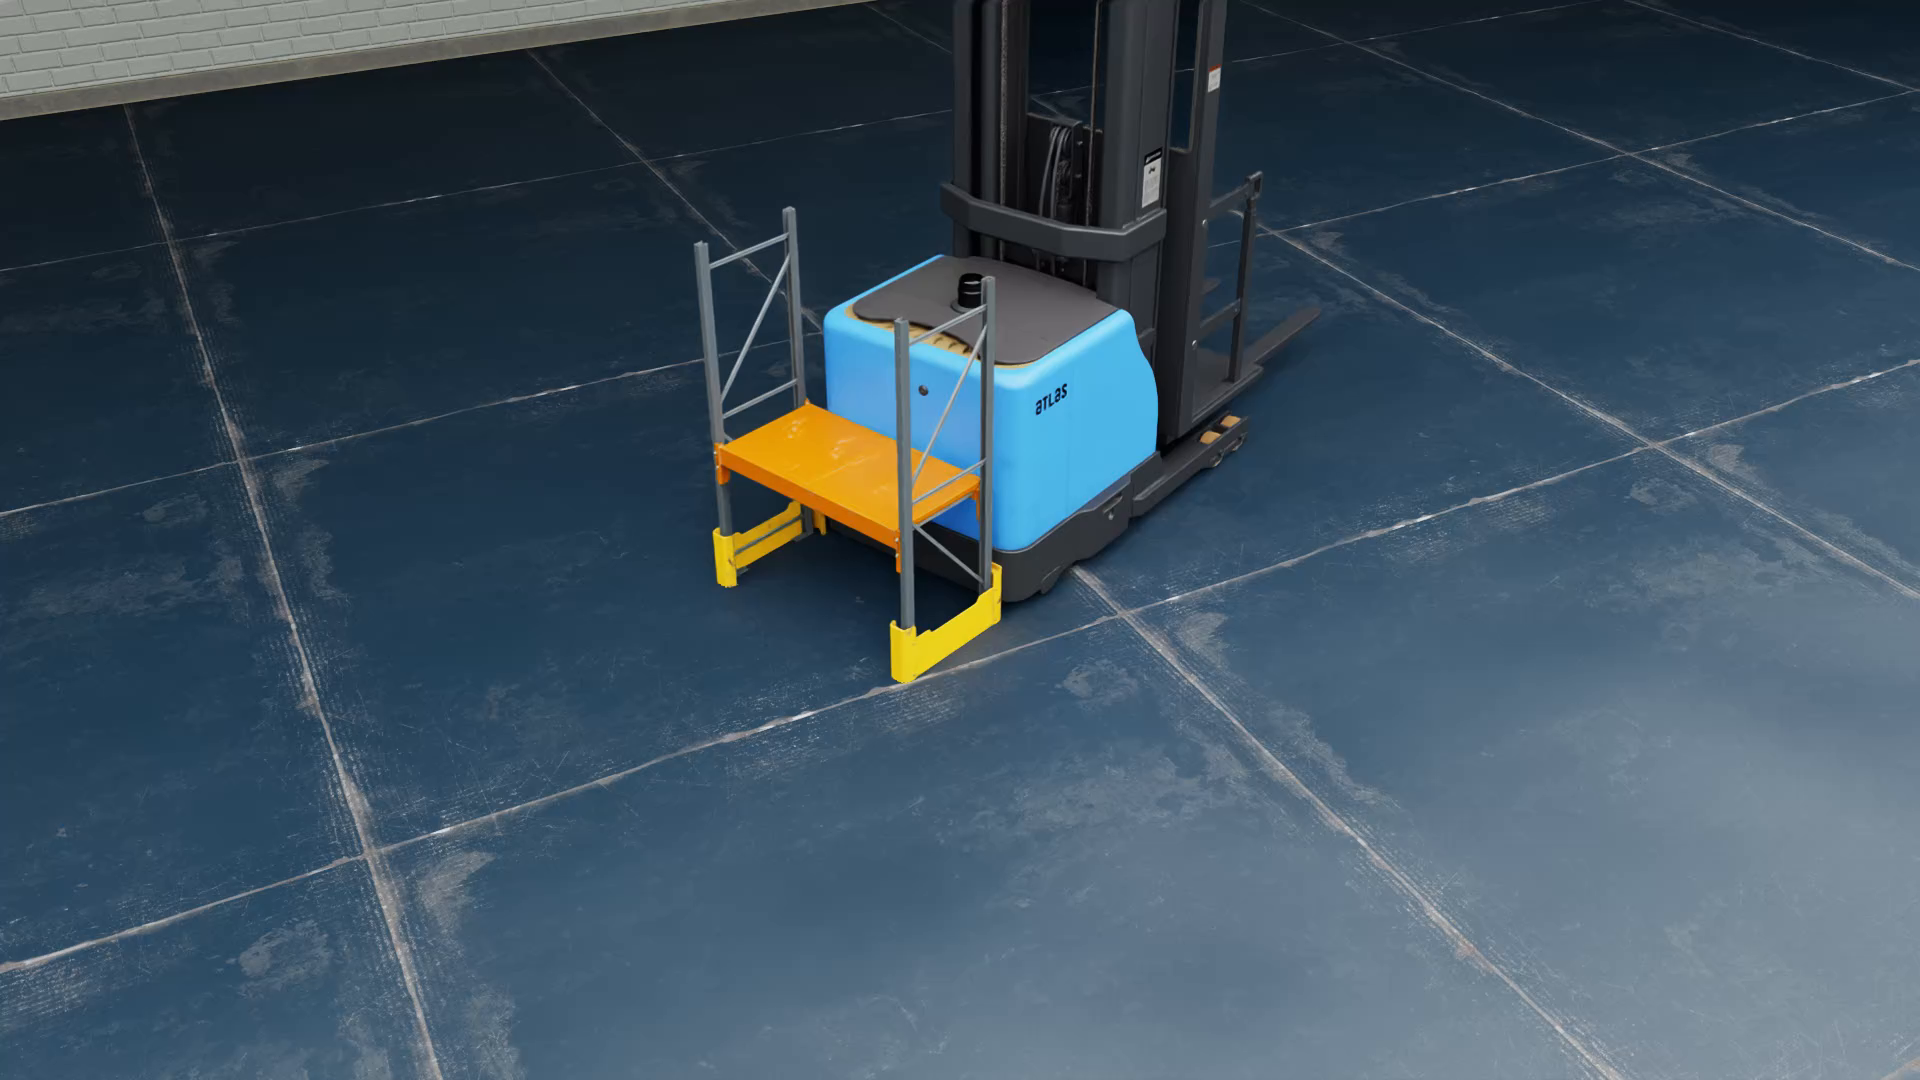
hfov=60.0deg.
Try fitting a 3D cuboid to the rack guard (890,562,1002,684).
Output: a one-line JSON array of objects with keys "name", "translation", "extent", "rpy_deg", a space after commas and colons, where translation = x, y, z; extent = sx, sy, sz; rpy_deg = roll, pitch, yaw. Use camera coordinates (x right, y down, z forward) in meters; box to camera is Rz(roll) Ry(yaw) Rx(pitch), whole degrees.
[{"name": "rack guard", "translation": [-0.050, 0.319, 6.521], "extent": [0.087, 0.250, 0.587], "rpy_deg": [25, 40, 33]}]

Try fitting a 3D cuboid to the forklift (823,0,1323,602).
[{"name": "forklift", "translation": [0.723, -1.721, 7.219], "extent": [1.130, 2.935, 3.031], "rpy_deg": [22, 39, 31]}]

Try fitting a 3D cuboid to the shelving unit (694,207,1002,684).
[{"name": "shelving unit", "translation": [-0.426, -0.384, 6.458], "extent": [1.083, 1.500, 0.587], "rpy_deg": [25, 40, 33]}]

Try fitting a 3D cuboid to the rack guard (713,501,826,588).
[{"name": "rack guard", "translation": [-0.802, -0.033, 7.070], "extent": [0.087, 0.250, 0.587], "rpy_deg": [25, 40, 33]}]

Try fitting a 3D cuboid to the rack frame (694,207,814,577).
[{"name": "rack frame", "translation": [-0.817, -0.566, 6.744], "extent": [0.032, 1.500, 0.500], "rpy_deg": [25, 40, 33]}]

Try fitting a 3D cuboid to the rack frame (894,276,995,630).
[{"name": "rack frame", "translation": [-0.049, -0.207, 6.183], "extent": [0.032, 1.500, 0.500], "rpy_deg": [25, 40, 33]}]

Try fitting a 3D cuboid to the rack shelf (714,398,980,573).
[{"name": "rack shelf", "translation": [-0.433, -0.235, 6.560], "extent": [1.000, 0.185, 0.538], "rpy_deg": [25, 40, 33]}]
